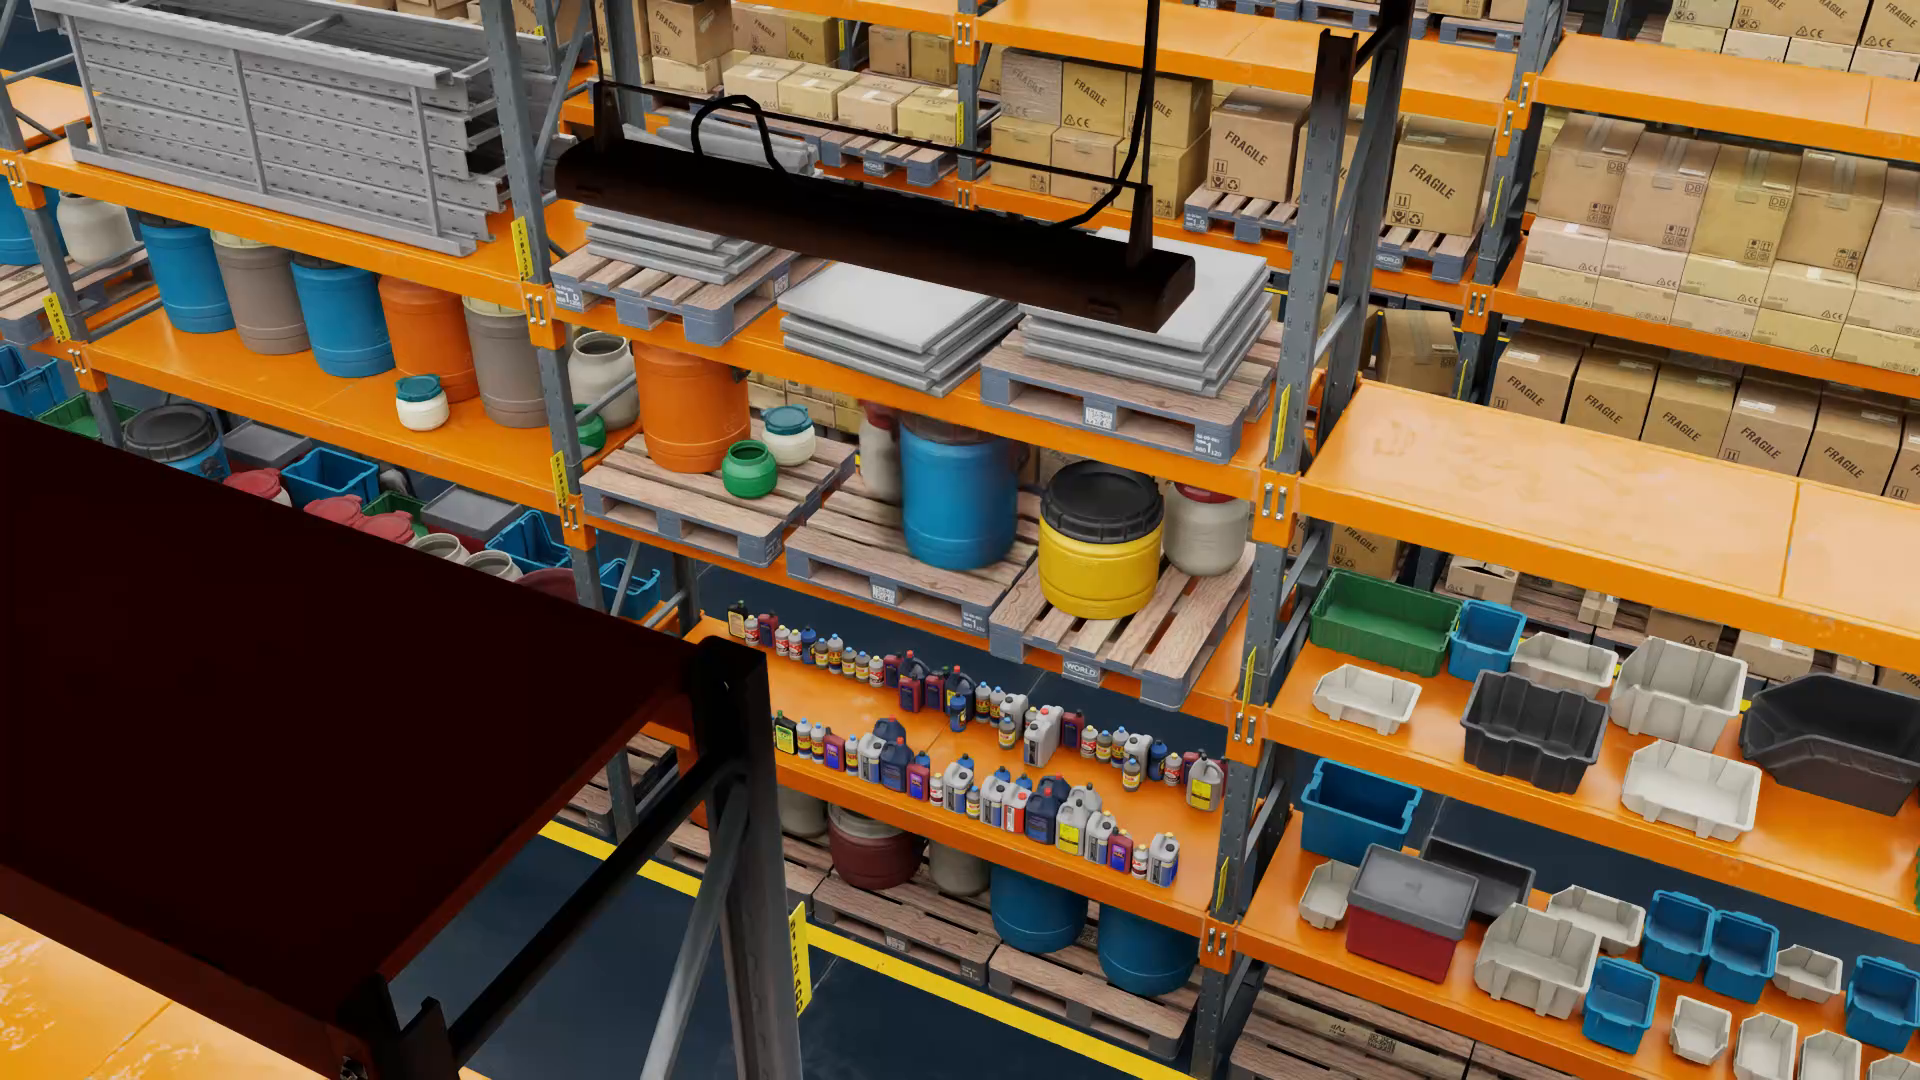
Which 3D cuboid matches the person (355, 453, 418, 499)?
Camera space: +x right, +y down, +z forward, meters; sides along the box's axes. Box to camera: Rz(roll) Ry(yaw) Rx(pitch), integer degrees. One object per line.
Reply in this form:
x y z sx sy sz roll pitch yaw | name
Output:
-4.237 -0.142 12.597 0.843 1.700 0.561 -27 43 -33 | person
